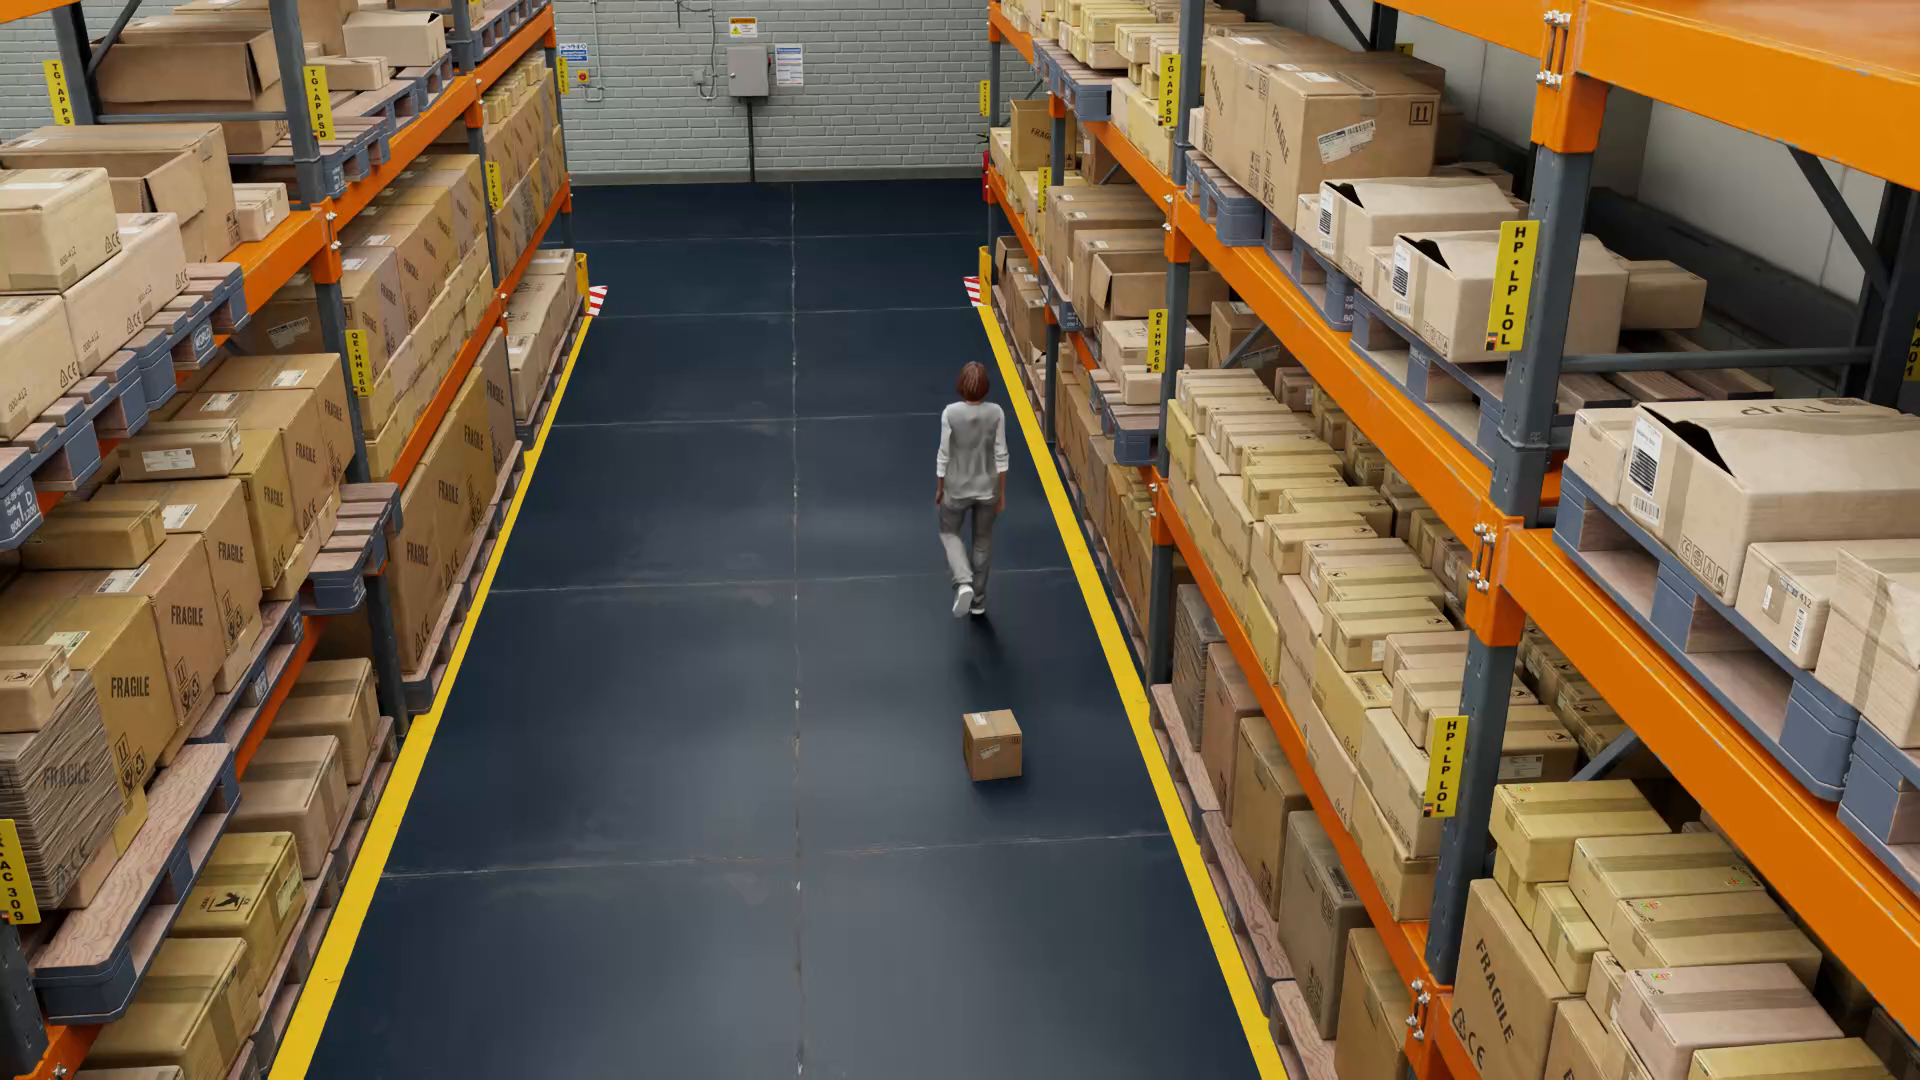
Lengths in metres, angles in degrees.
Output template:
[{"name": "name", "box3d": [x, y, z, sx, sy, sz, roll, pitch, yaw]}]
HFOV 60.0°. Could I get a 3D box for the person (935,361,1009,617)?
[{"name": "person", "box3d": [0.073, -0.268, 9.655, 0.423, 1.591, 0.511, -3, 24, -8]}]
